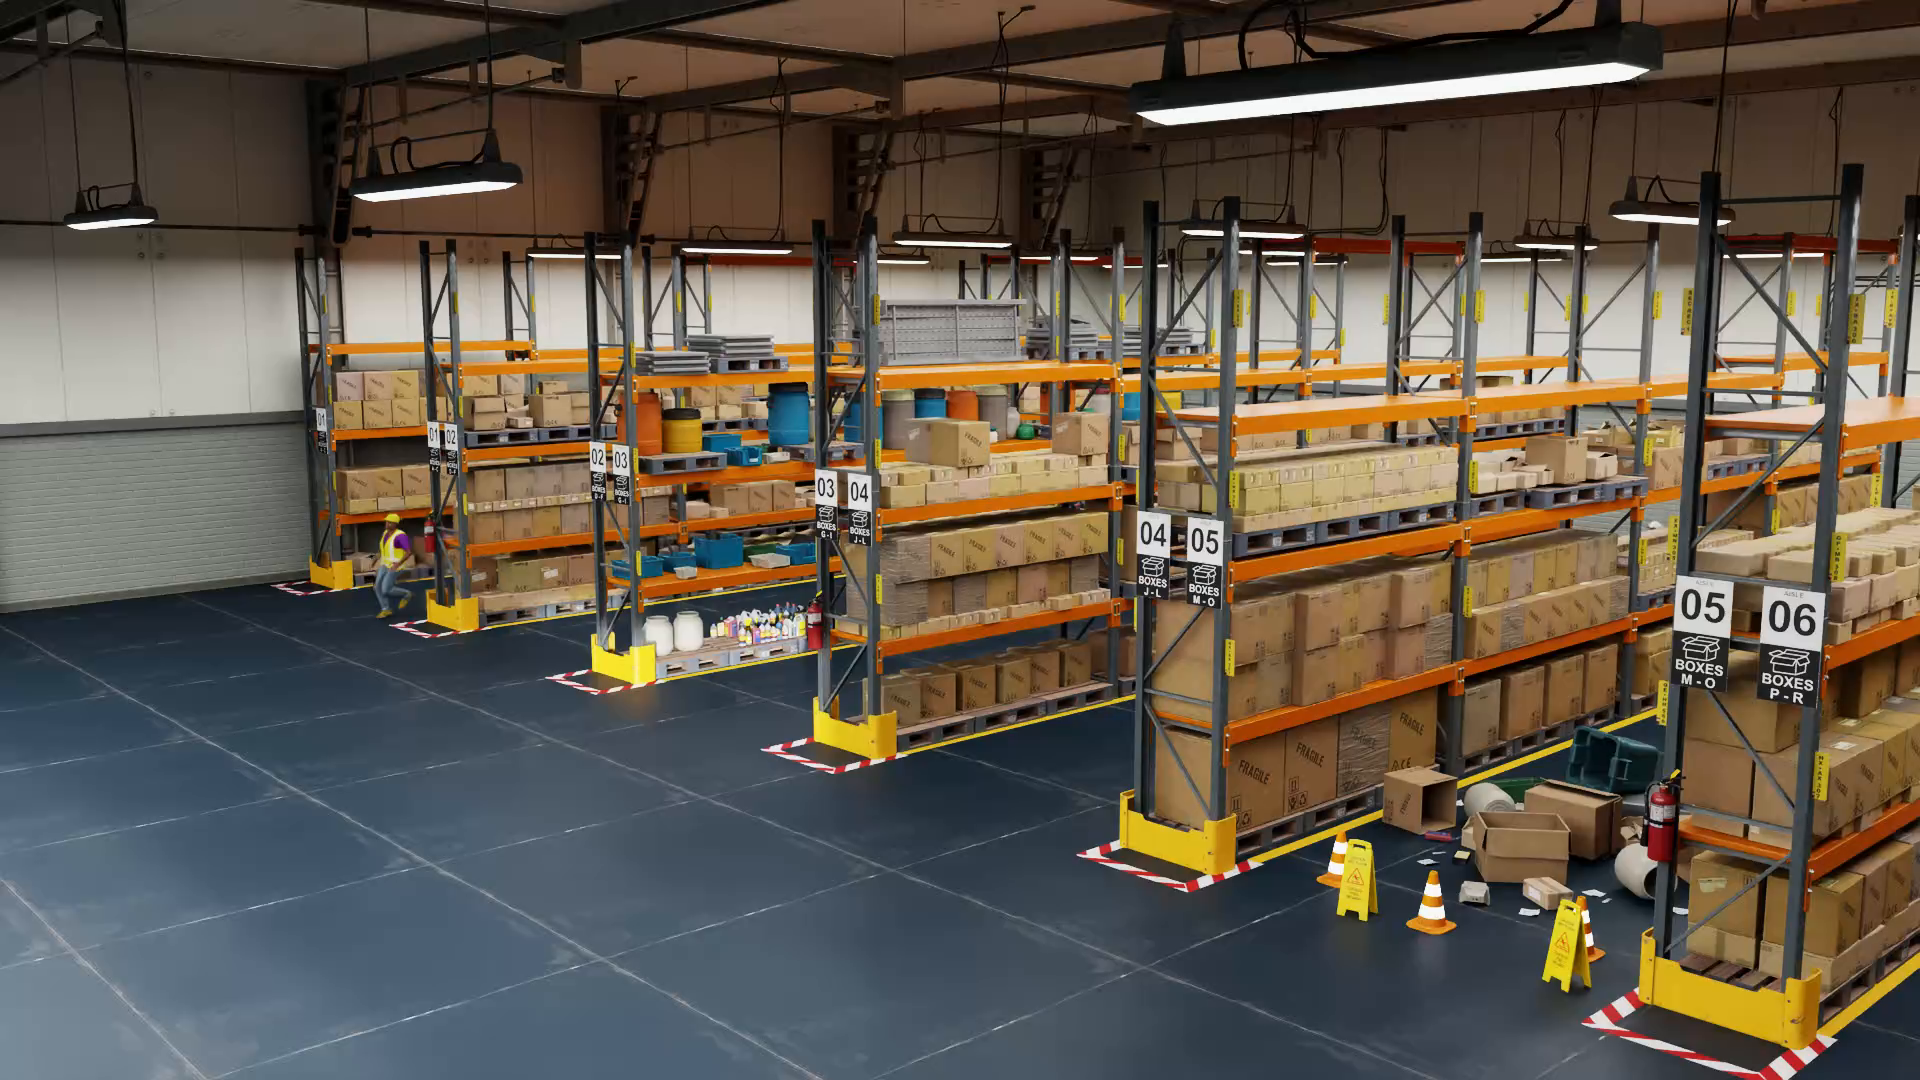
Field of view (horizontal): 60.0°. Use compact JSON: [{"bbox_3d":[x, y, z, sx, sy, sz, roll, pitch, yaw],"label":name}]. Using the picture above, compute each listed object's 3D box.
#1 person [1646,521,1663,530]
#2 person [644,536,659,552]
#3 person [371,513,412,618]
[{"bbox_3d":[10.624,0.583,25.423,0.934,1.766,0.710,-8,12,-44],"label":"person"},{"bbox_3d":[-5.979,-0.315,31.431,0.682,1.841,0.801,7,11,39],"label":"person"},{"bbox_3d":[-9.121,0.411,26.852,0.743,1.726,0.589,6,11,38],"label":"person"}]
